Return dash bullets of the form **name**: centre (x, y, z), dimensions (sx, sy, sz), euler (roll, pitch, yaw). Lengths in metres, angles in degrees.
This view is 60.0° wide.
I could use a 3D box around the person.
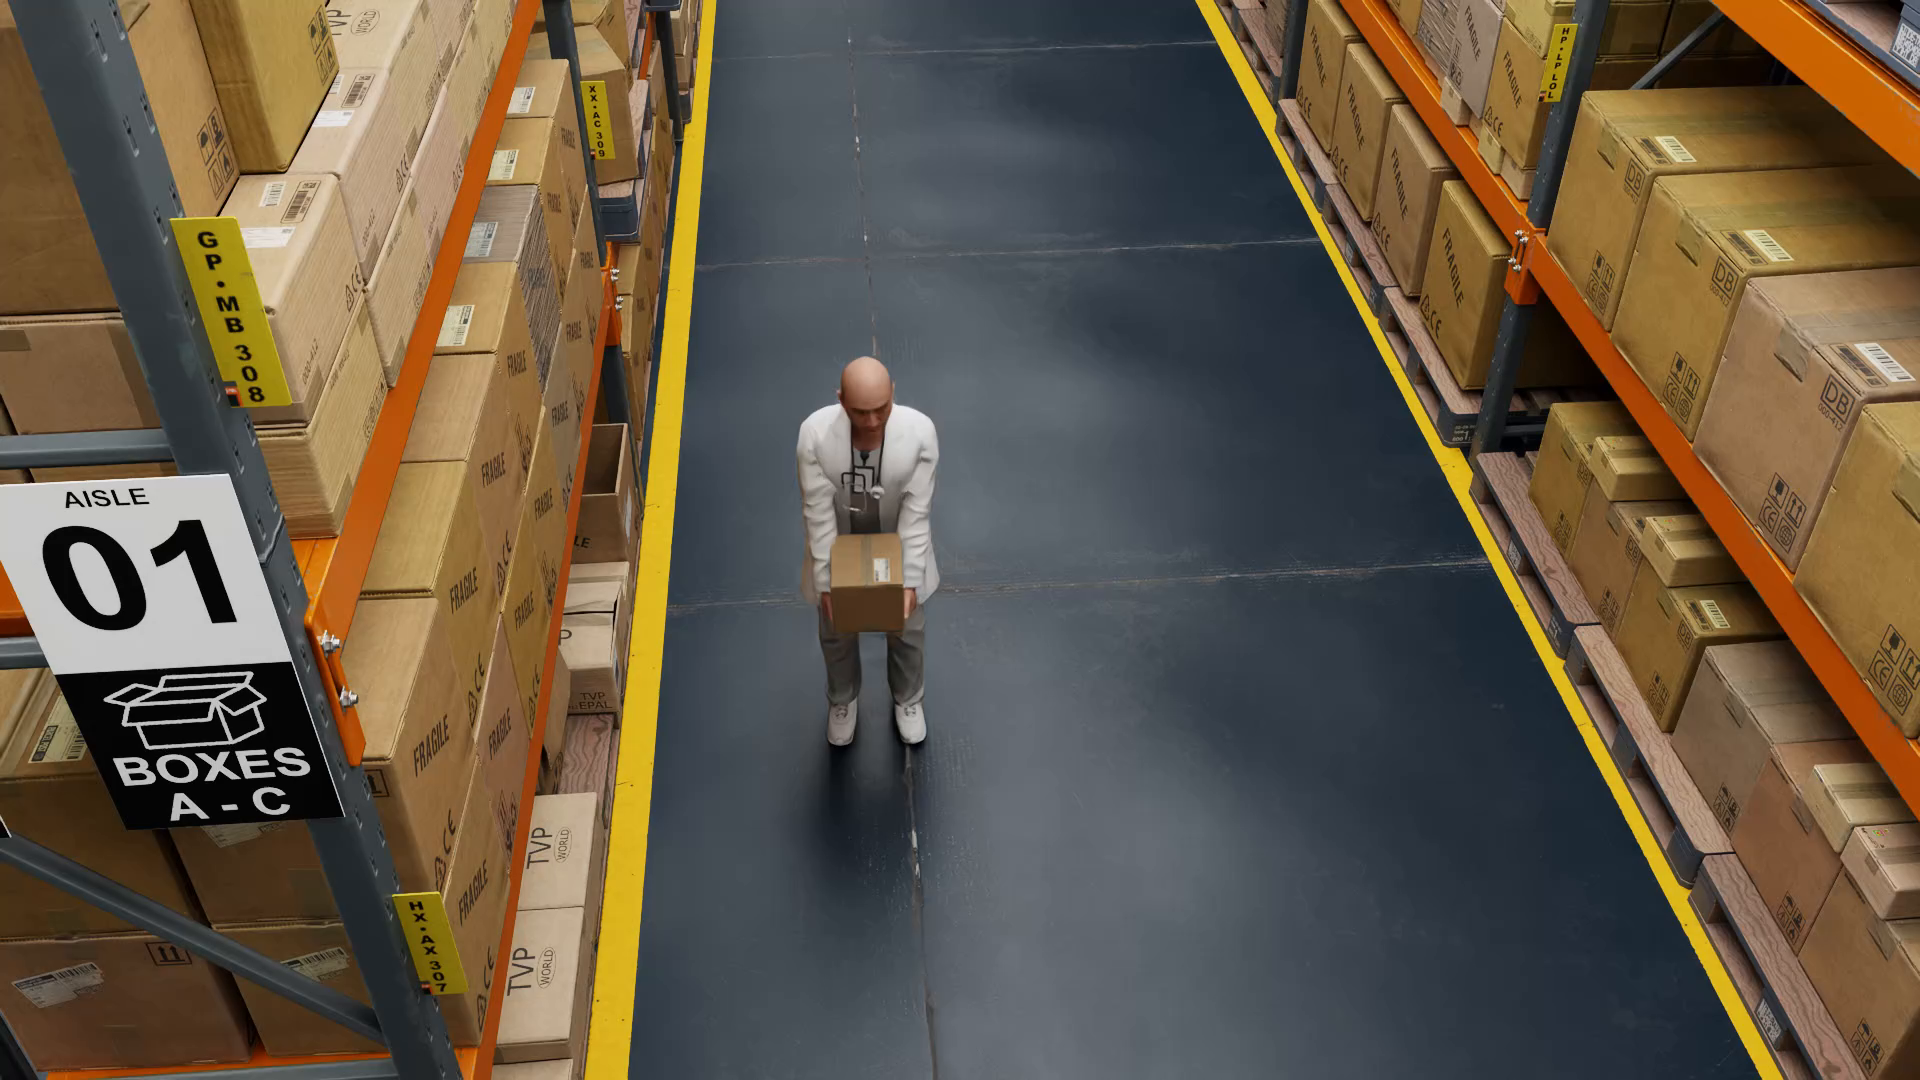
- **person**: centre (-0.336, 0.076, 6.090), dimensions (0.531, 1.760, 0.592), euler (-2, 39, -2)
